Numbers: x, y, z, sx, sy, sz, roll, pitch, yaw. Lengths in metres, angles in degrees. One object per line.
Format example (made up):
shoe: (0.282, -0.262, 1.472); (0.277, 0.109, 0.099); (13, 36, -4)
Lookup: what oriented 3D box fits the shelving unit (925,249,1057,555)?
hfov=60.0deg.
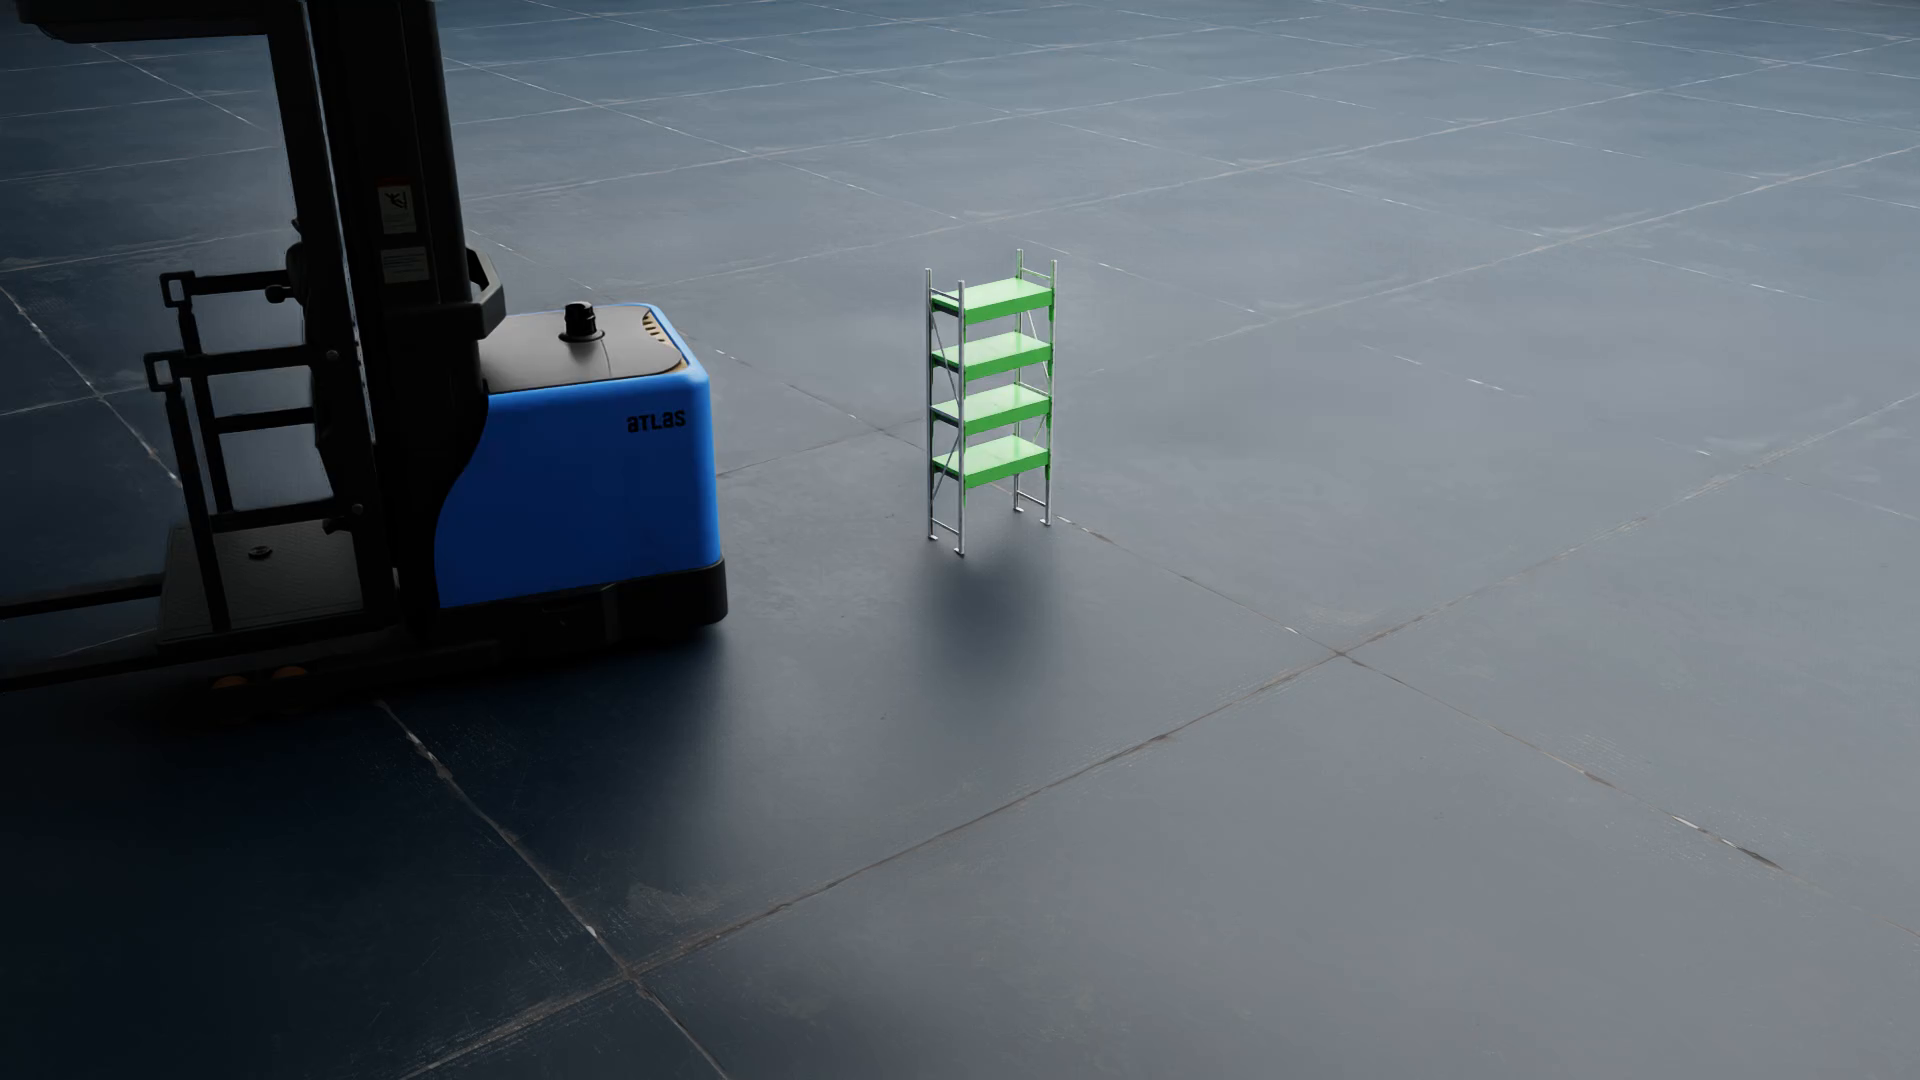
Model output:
shelving unit: (0.130, -0.587, 7.090); (0.503, 1.200, 0.258); (-18, 31, -34)

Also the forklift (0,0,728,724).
forklift: (-2.473, -0.932, 5.777); (3.031, 2.935, 1.130); (-9, 26, -19)

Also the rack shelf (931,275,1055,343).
rack shelf: (0.130, -0.965, 6.915); (0.480, 0.148, 0.258); (-18, 31, -34)

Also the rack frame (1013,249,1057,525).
rack frame: (0.322, -0.651, 7.227); (0.015, 1.200, 0.240); (-18, 31, -34)

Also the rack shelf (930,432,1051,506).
rack shelf: (0.130, -0.312, 7.218); (0.480, 0.148, 0.258); (-18, 31, -34)

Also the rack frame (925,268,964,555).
rack frame: (-0.062, -0.524, 6.953); (0.015, 1.200, 0.240); (-18, 31, -34)

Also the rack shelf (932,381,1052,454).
rack shelf: (0.130, -0.529, 7.117); (0.480, 0.148, 0.258); (-18, 31, -34)

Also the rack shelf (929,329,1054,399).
rack shelf: (0.130, -0.747, 7.016); (0.480, 0.148, 0.258); (-18, 31, -34)
